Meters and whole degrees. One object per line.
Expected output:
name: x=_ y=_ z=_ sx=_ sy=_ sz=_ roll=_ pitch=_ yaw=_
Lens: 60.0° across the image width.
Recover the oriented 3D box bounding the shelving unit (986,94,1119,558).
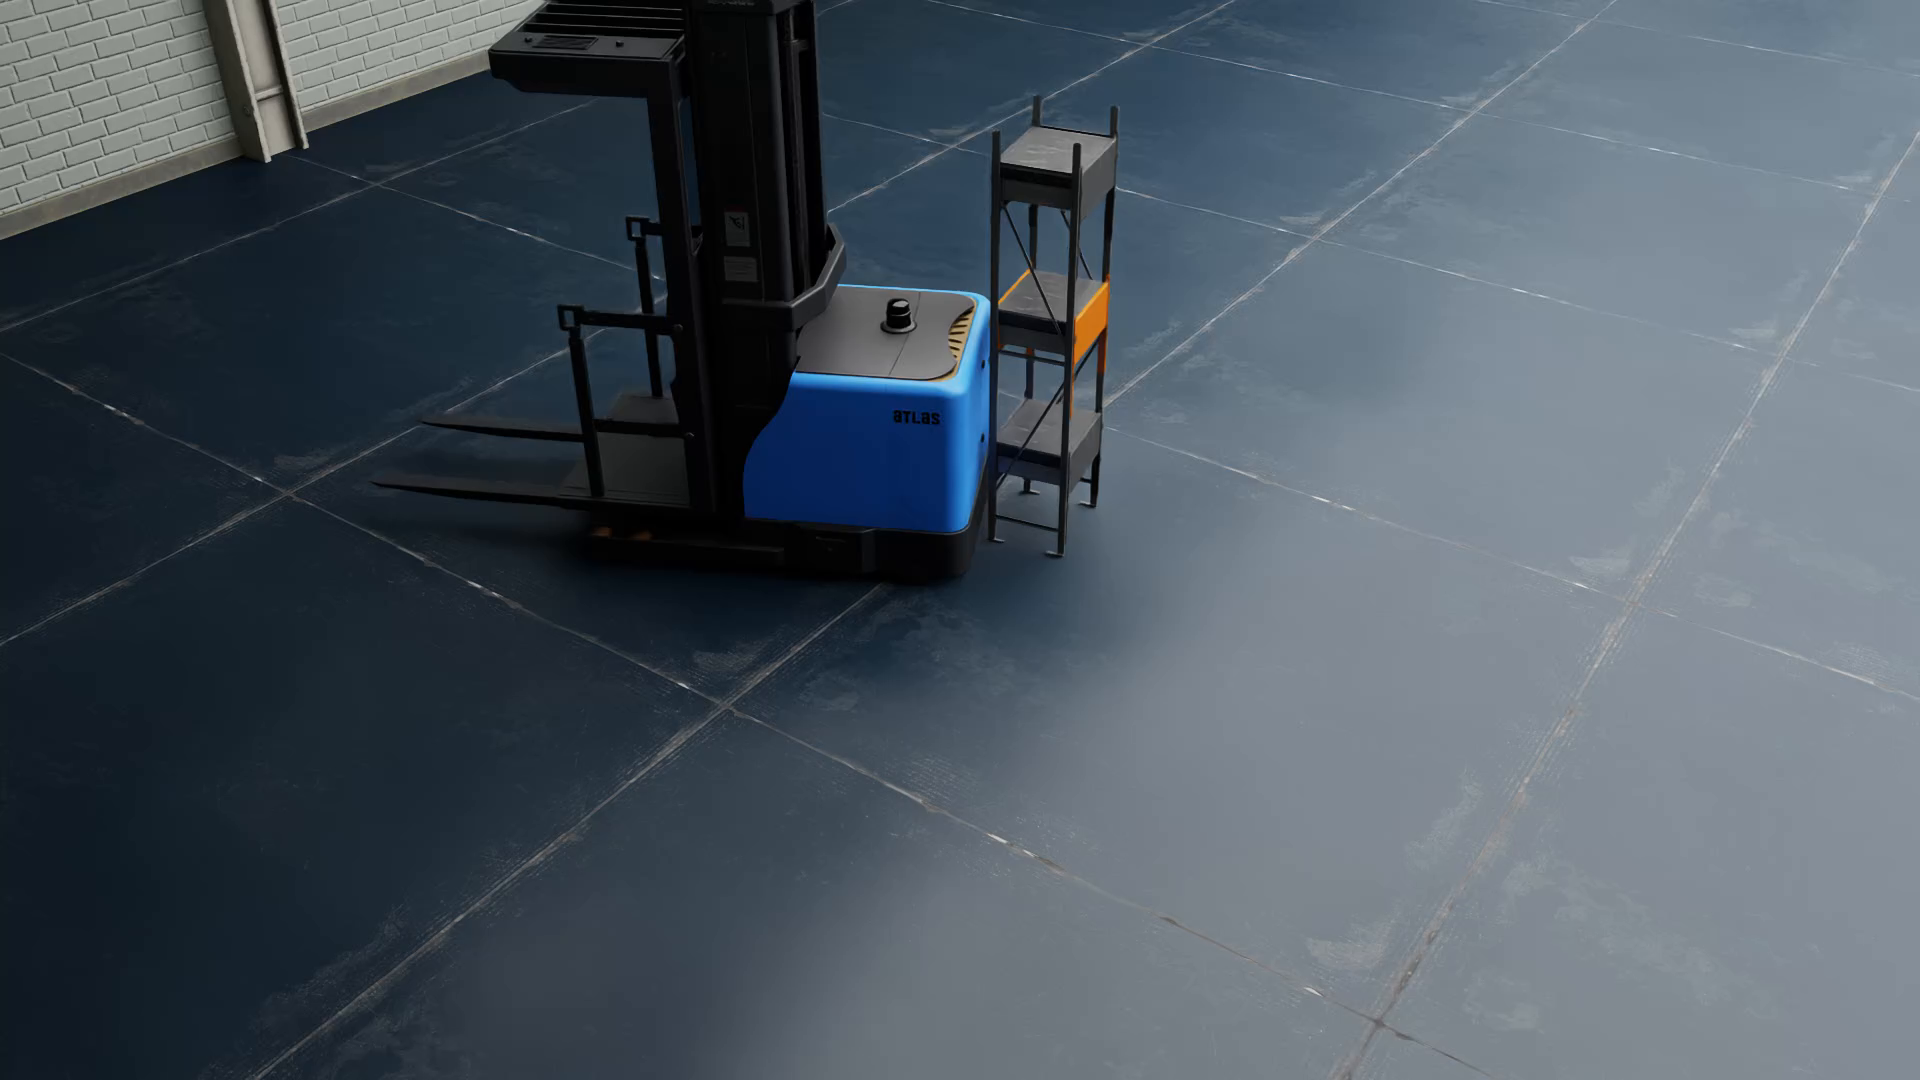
shelving unit: x=0.420 y=-0.956 z=7.789 sx=0.431 sy=2.100 sz=0.503 roll=13 pitch=36 yaw=19

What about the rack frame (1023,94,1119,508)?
rack frame: x=0.515 y=-1.082 z=7.975 sx=0.400 sy=2.100 sz=0.015 roll=13 pitch=36 yaw=19

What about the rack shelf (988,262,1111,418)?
rack shelf: x=0.420 y=-0.944 z=7.797 sx=0.431 sy=0.518 sz=0.480 roll=13 pitch=36 yaw=19

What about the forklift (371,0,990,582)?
forklift: x=-1.392 y=-1.384 z=7.680 sx=3.031 sy=2.935 sz=1.130 roll=5 pitch=34 yaw=7

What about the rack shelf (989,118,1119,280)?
rack shelf: x=0.420 y=-1.524 z=7.404 sx=0.431 sy=0.518 sz=0.480 roll=13 pitch=36 yaw=19

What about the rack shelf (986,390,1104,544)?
rack shelf: x=0.420 y=-0.365 z=8.189 sx=0.431 sy=0.518 sz=0.480 roll=13 pitch=36 yaw=19

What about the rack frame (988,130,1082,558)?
rack frame: x=0.324 y=-0.830 z=7.603 sx=0.400 sy=2.100 sz=0.015 roll=13 pitch=36 yaw=19

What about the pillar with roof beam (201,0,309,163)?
pillar with roof beam: x=-1.664 y=-5.309 z=8.068 sx=9.100 sy=9.000 sz=0.400 roll=21 pitch=39 yaw=28
